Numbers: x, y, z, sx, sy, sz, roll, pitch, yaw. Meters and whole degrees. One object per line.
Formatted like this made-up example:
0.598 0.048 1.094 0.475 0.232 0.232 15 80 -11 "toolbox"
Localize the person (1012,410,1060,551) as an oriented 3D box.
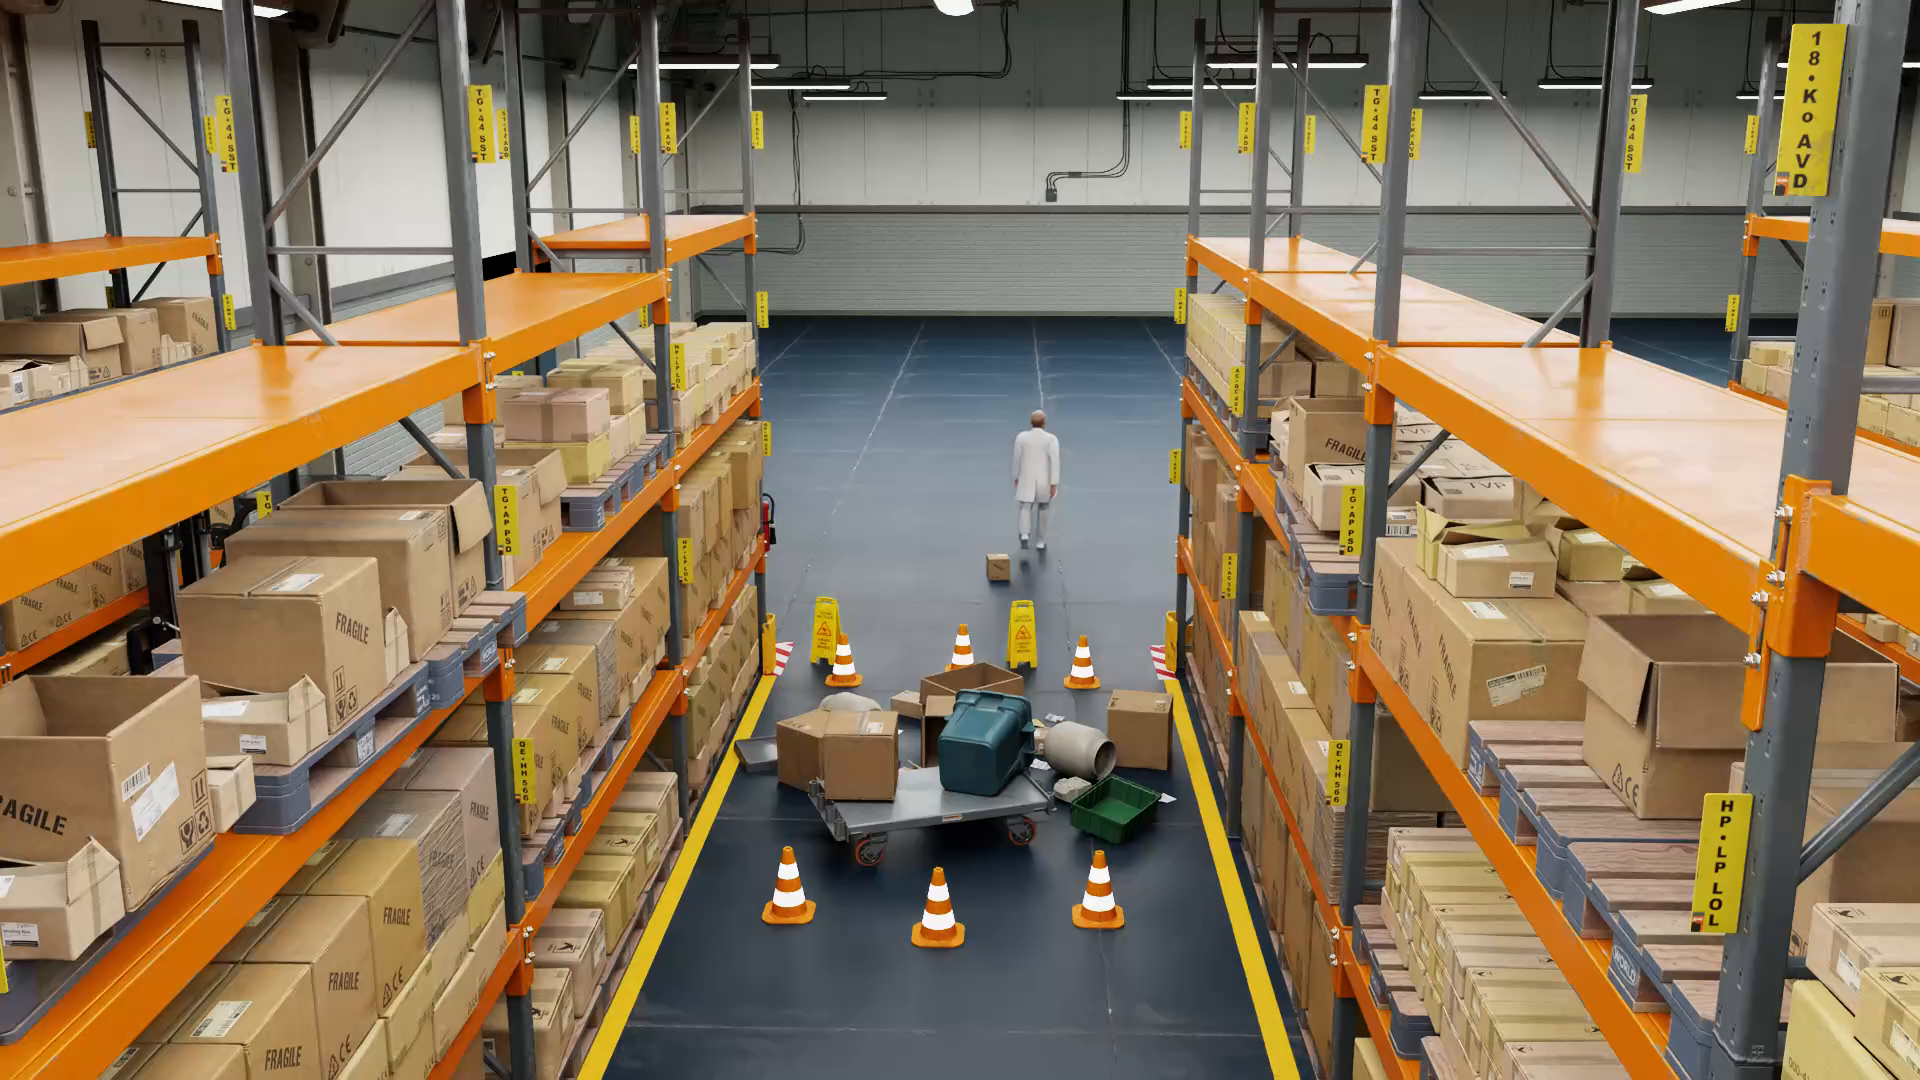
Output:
0.919 -0.712 20.287 0.605 1.740 1.009 2 14 8 "person"
